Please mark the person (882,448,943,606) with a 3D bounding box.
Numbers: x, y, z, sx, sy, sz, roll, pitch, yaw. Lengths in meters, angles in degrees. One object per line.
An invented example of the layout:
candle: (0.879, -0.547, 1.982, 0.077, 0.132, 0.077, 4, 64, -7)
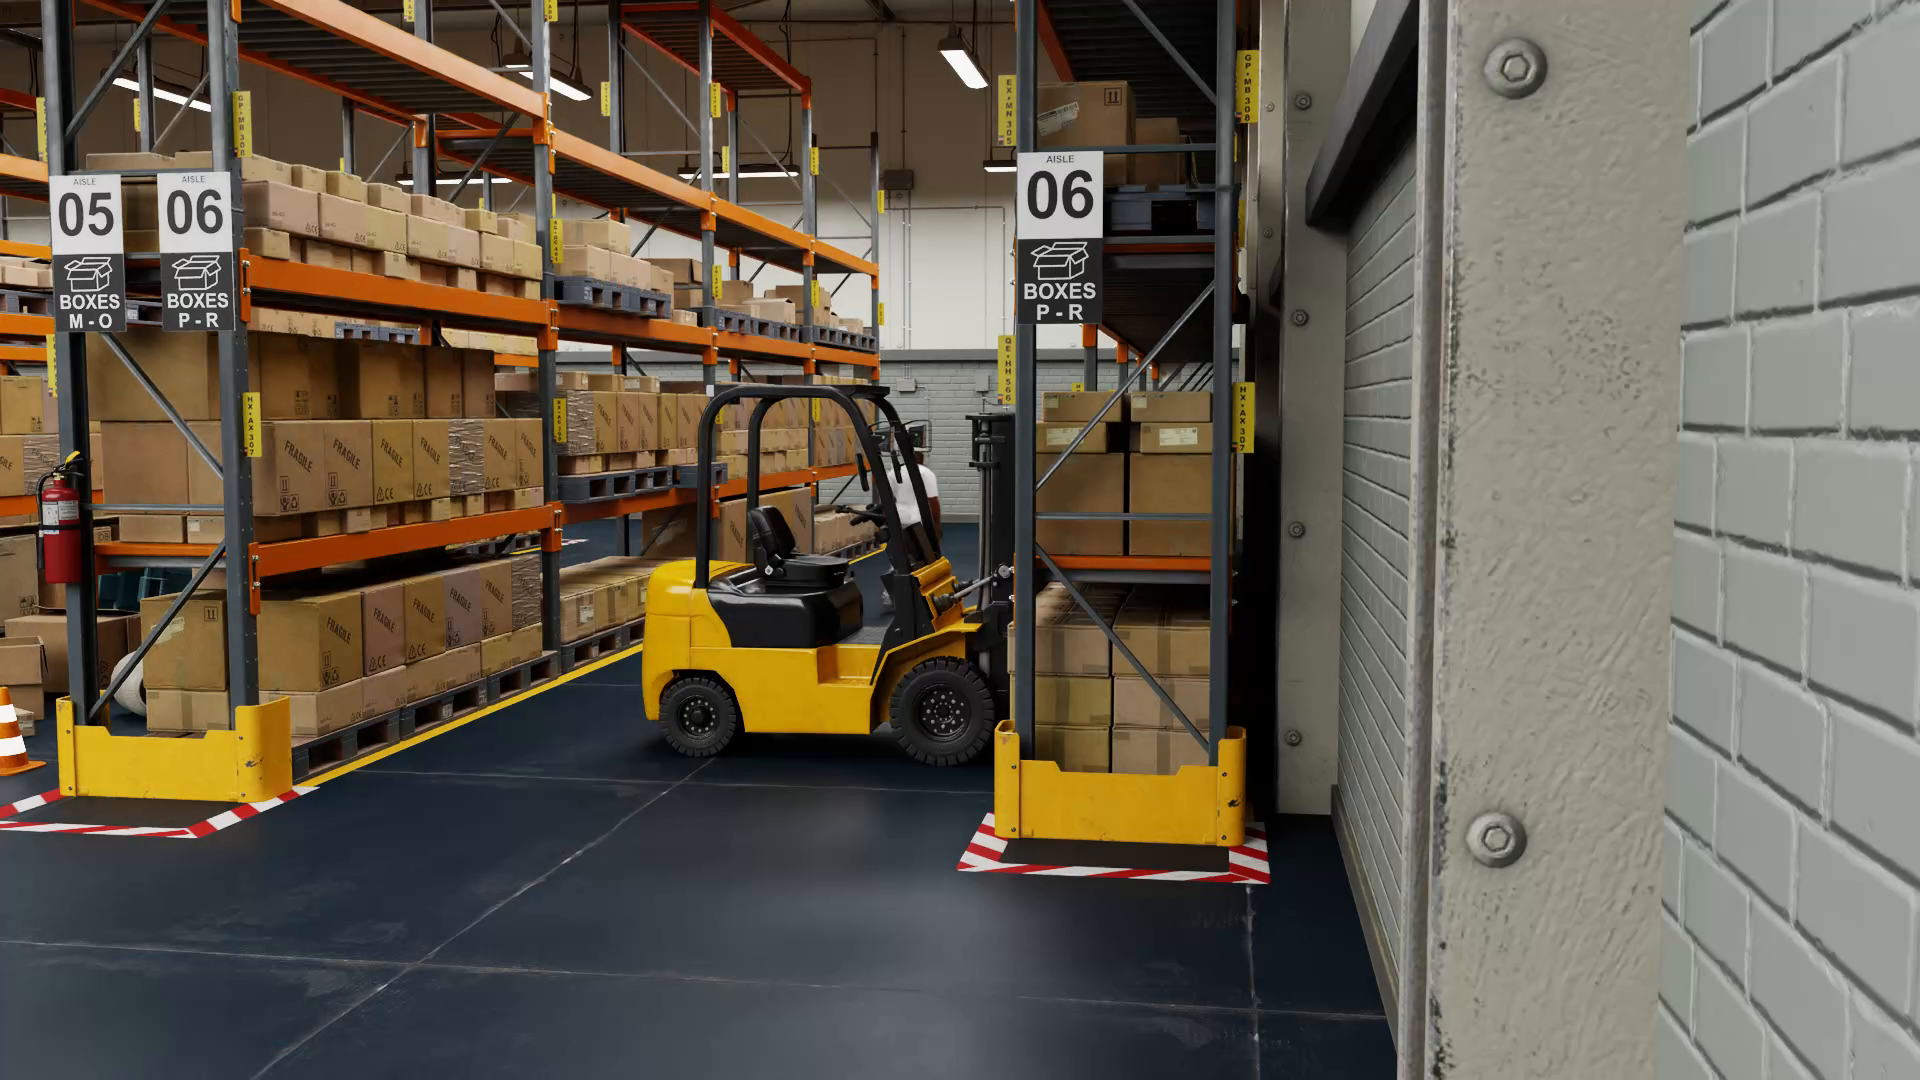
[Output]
person: (-0.455, -0.171, 16.834, 0.575, 1.709, 1.098, 3, 5, 36)
